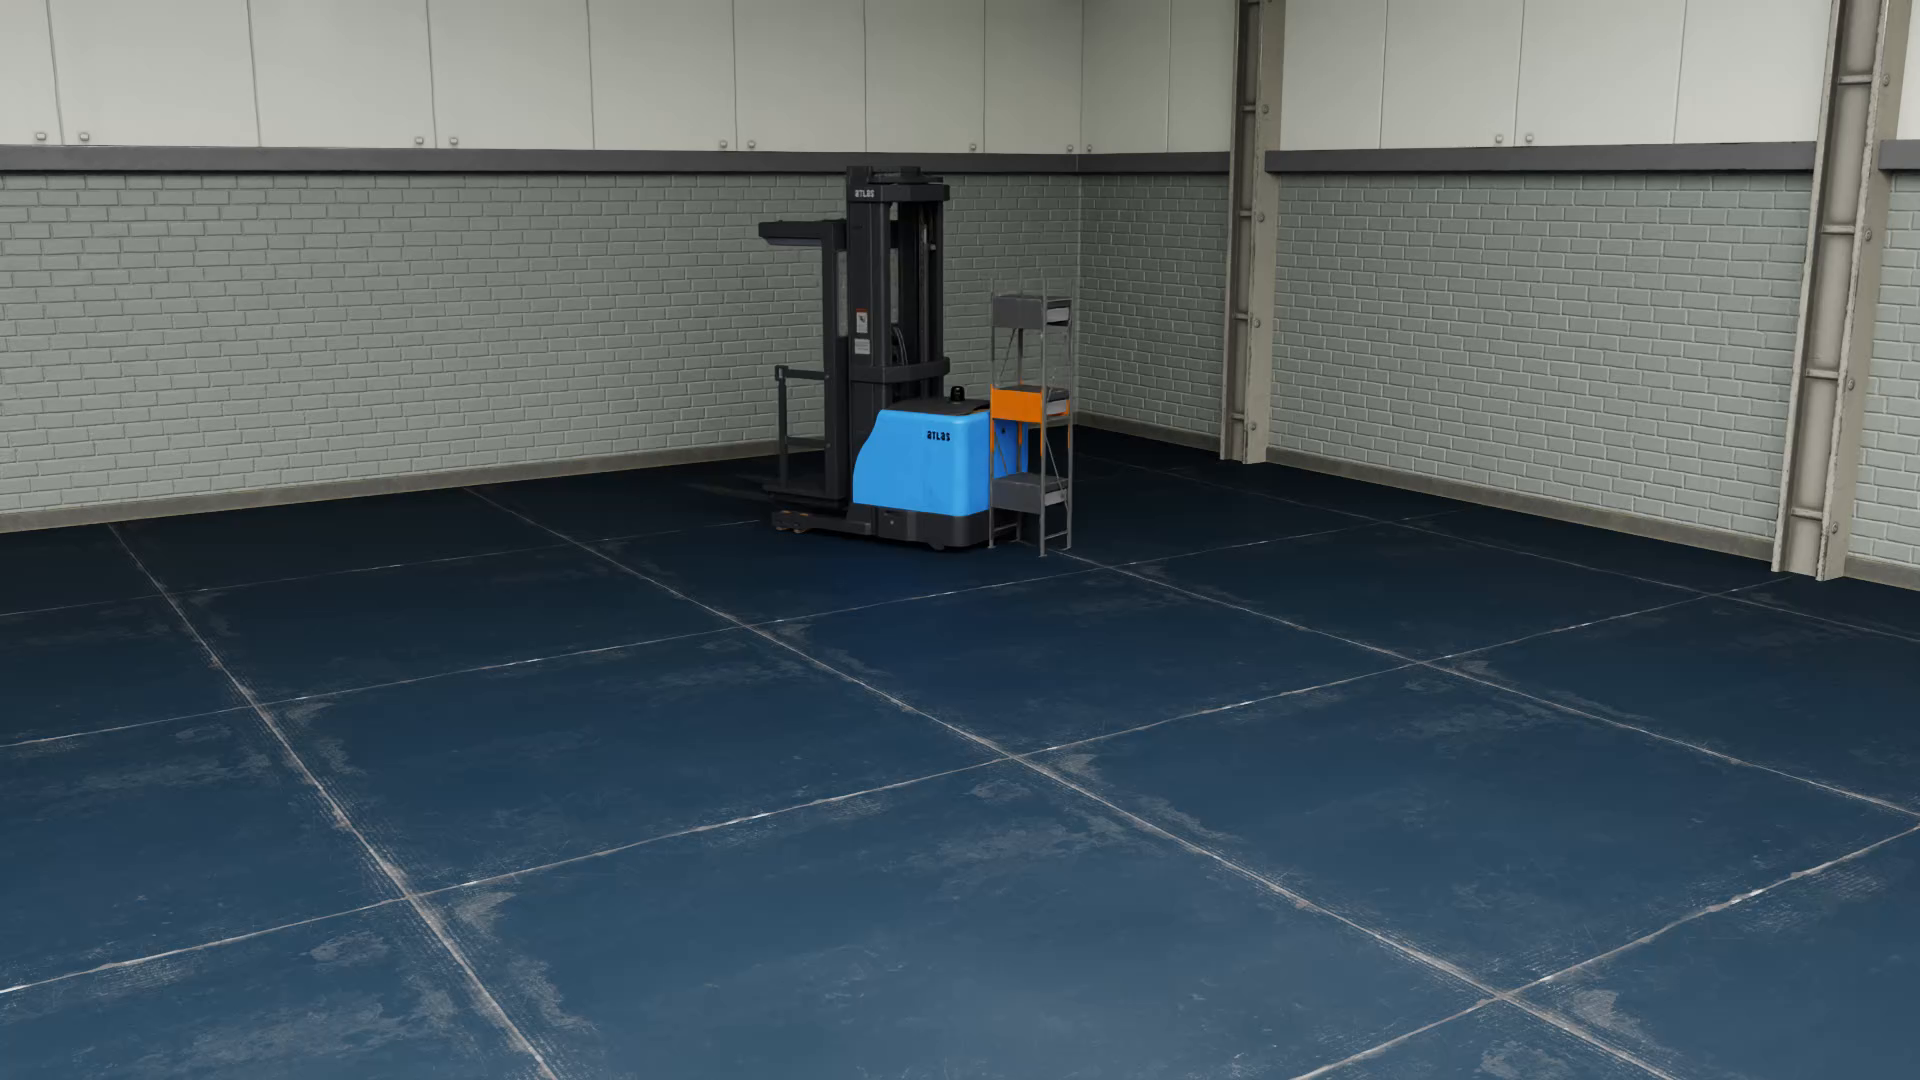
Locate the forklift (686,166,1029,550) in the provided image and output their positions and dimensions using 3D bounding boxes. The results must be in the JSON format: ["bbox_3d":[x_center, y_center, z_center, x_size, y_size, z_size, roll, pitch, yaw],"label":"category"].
[{"bbox_3d":[-0.948,-1.570,13.680,3.031,2.935,1.130,8,15,33],"label":"forklift"}]

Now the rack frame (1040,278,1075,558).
[{"bbox_3d":[0.744,-0.924,12.670,0.015,2.100,0.400,9,15,36],"label":"rack frame"}]

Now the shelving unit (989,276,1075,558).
[{"bbox_3d":[0.550,-0.955,12.815,0.503,2.100,0.431,9,15,36],"label":"shelving unit"}]

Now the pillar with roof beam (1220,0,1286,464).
[{"bbox_3d":[-0.663,-4.710,13.838,9.100,9.000,0.400,-8,15,-33],"label":"pillar with roof beam"}]

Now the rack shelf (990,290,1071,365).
[{"bbox_3d":[0.550,-1.626,12.669,0.480,0.518,0.431,9,15,36],"label":"rack shelf"}]

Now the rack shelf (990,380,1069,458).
[{"bbox_3d":[0.550,-0.942,12.818,0.480,0.518,0.431,9,15,36],"label":"rack shelf"}]

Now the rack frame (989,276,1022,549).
[{"bbox_3d":[0.356,-0.987,12.960,0.015,2.100,0.400,9,15,36],"label":"rack frame"}]

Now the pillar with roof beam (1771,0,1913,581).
[{"bbox_3d":[2.662,-3.643,8.958,9.100,9.000,0.400,-8,15,-33],"label":"pillar with roof beam"}]

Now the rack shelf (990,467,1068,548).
[{"bbox_3d":[0.550,-0.258,12.968,0.480,0.518,0.431,9,15,36],"label":"rack shelf"}]
